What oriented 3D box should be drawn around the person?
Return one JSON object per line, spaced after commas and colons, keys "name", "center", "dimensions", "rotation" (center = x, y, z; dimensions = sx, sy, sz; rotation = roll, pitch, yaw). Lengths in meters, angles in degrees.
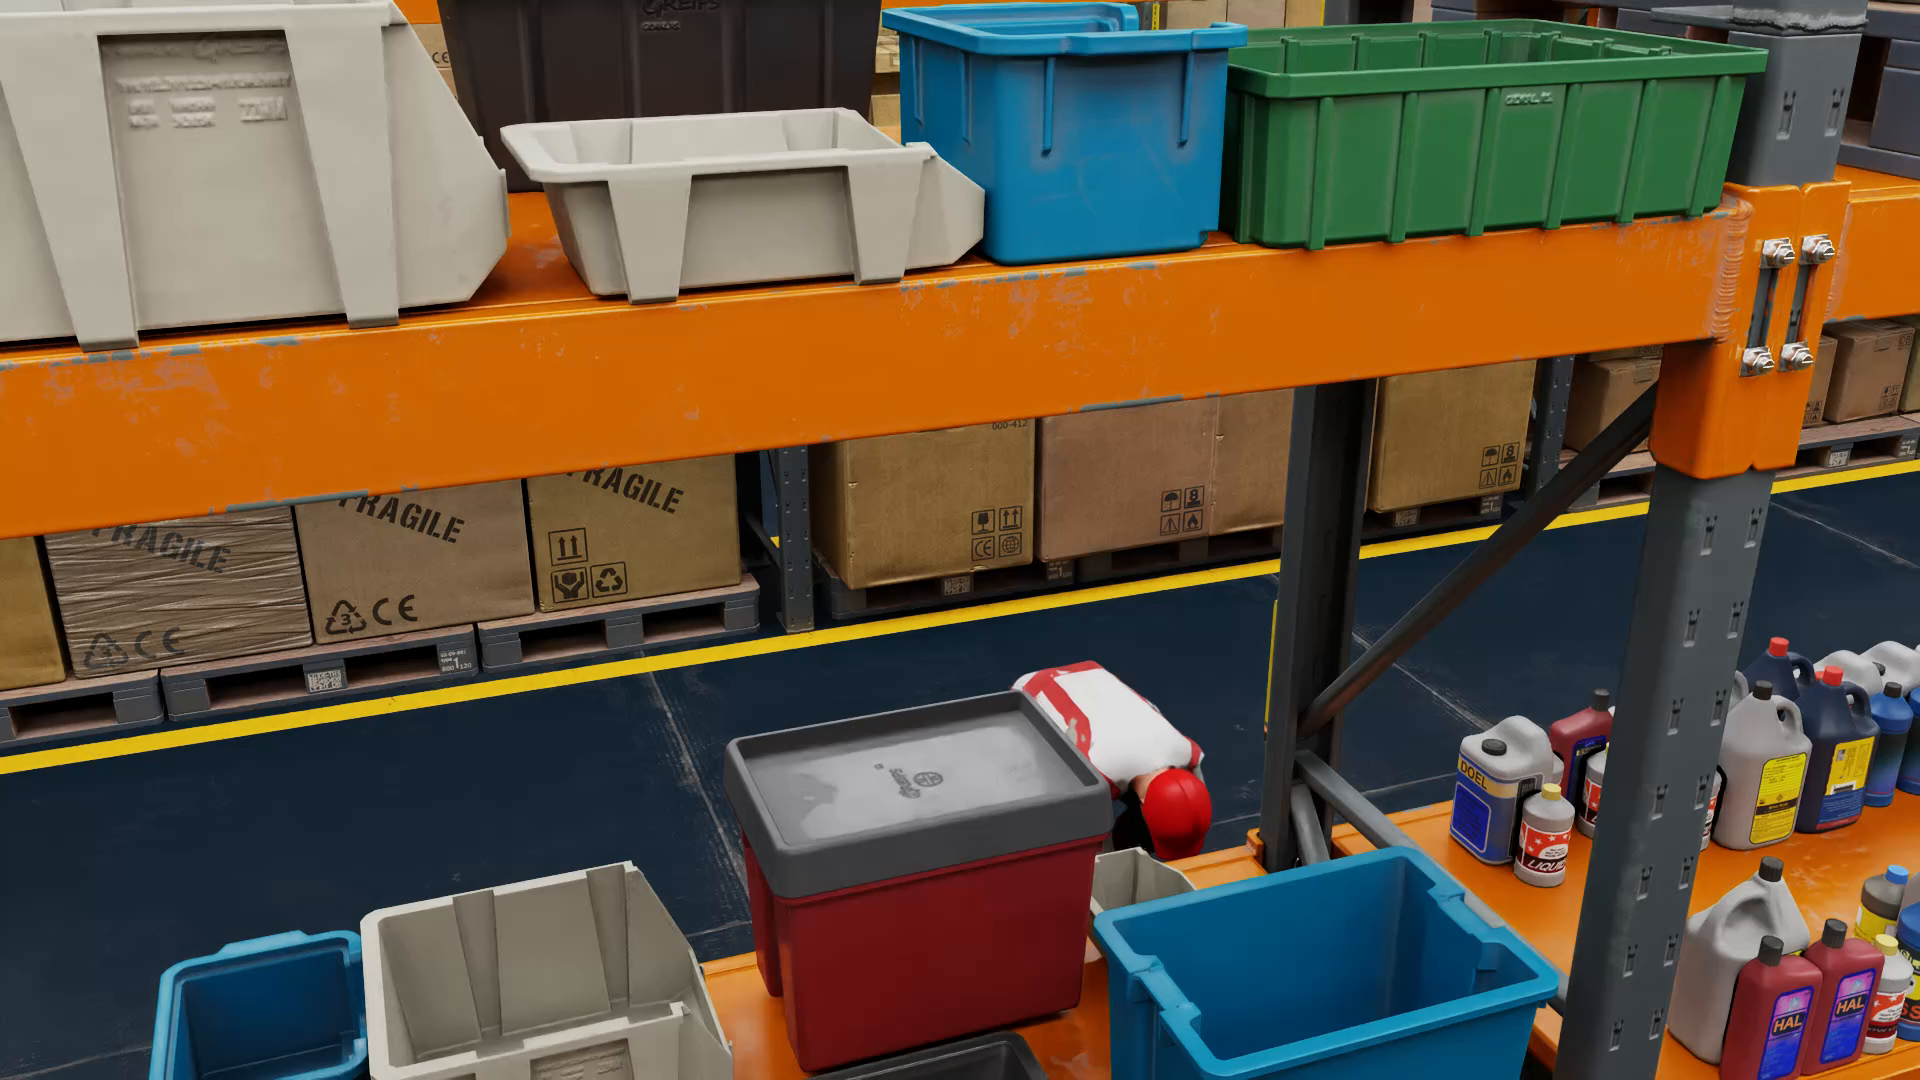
{"name": "person", "center": [0.474, 0.879, 5.247], "dimensions": [0.527, 0.831, 0.966], "rotation": [-9, 24, -21]}
